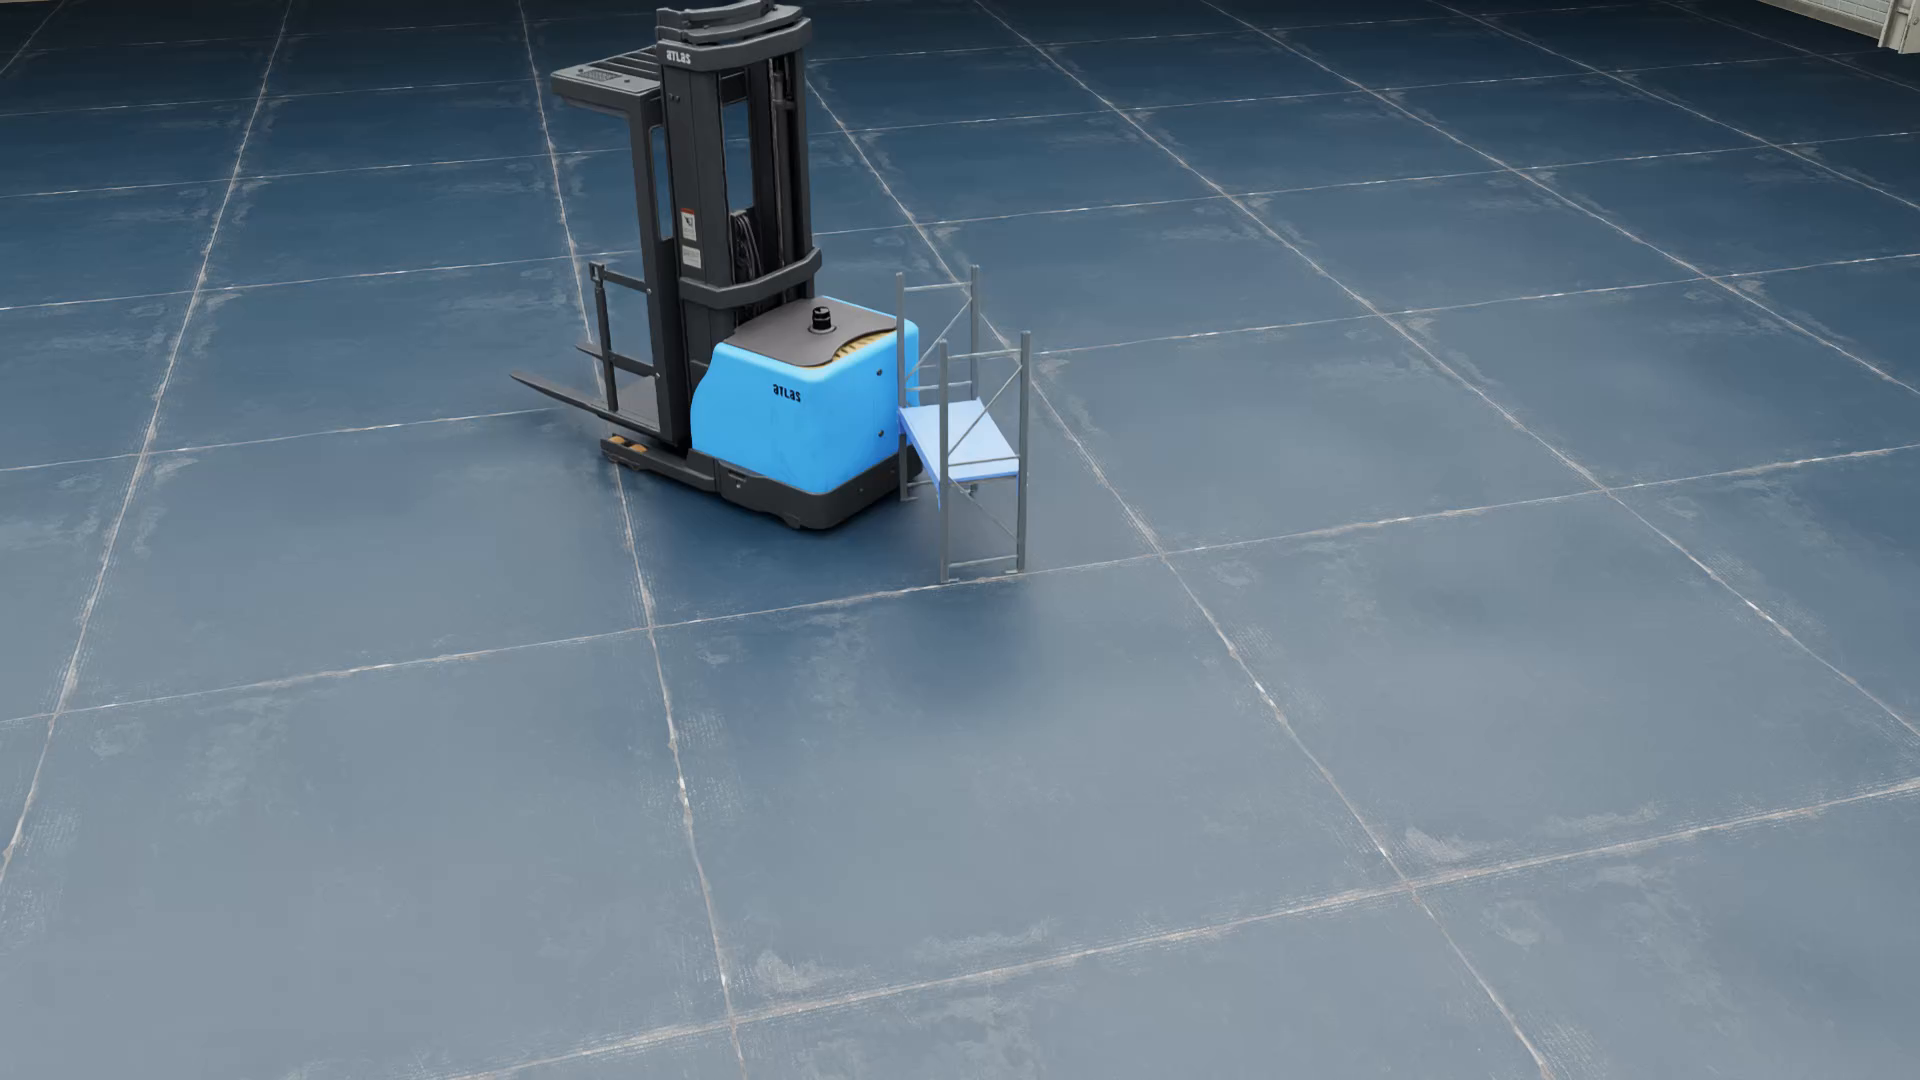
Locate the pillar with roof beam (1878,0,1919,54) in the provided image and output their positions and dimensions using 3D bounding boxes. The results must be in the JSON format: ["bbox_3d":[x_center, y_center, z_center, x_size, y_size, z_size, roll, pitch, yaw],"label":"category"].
[{"bbox_3d":[7.361,-9.338,17.131,9.100,9.000,0.400,-8,31,-13],"label":"pillar with roof beam"}]

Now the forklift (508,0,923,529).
[{"bbox_3d":[-1.722,-1.911,10.357,3.031,2.935,1.130,20,36,31],"label":"forklift"}]

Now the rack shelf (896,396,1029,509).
[{"bbox_3d":[0.001,-0.525,9.750,0.538,0.185,1.000,-8,31,-13],"label":"rack shelf"}]

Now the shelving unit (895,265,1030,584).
[{"bbox_3d":[0.001,-0.681,9.660,0.538,1.500,1.048,-8,31,-13],"label":"shelving unit"}]

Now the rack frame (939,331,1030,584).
[{"bbox_3d":[0.132,-0.435,9.235,0.500,1.500,0.032,-8,31,-13],"label":"rack frame"}]

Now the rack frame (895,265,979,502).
[{"bbox_3d":[-0.131,-0.927,10.085,0.500,1.500,0.032,-8,31,-13],"label":"rack frame"}]
